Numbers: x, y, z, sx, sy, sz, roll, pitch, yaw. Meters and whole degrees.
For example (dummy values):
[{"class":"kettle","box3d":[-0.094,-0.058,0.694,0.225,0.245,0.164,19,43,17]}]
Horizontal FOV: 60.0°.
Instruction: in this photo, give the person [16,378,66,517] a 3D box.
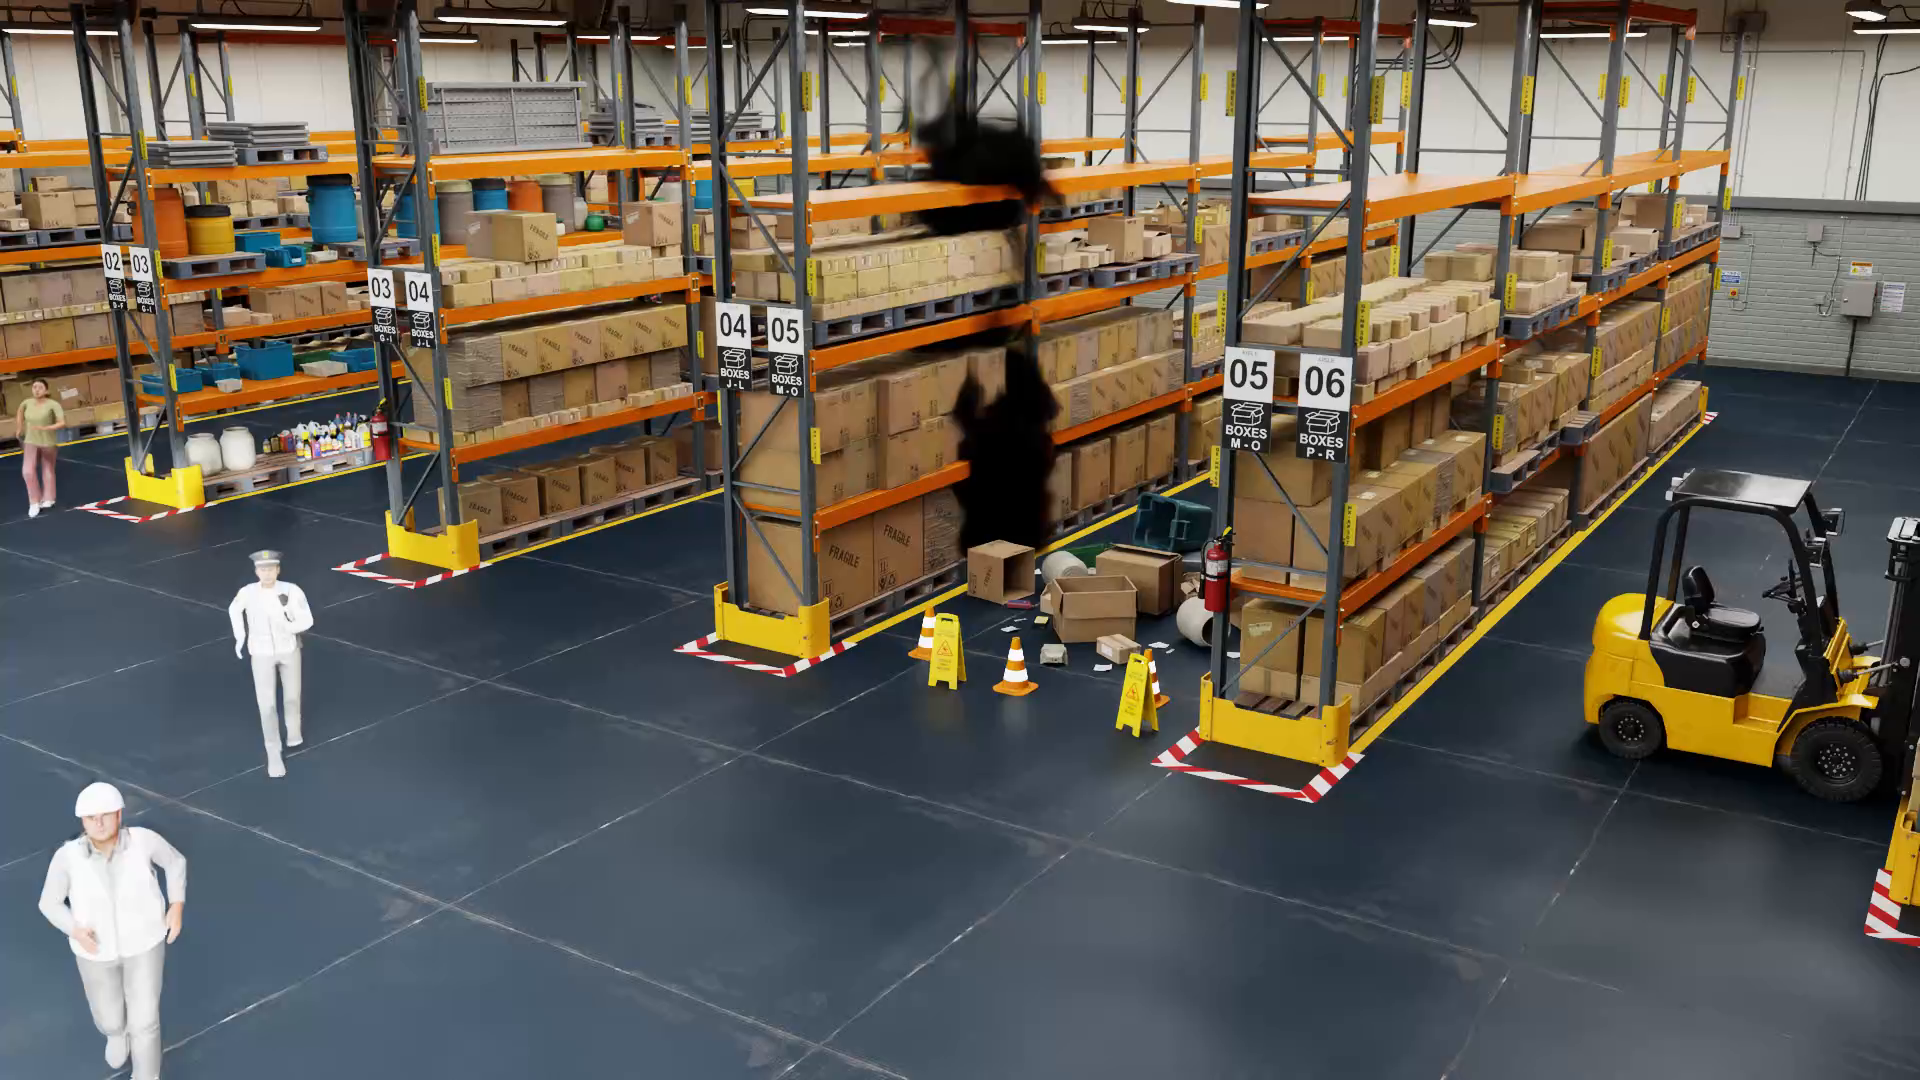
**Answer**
[{"class":"person","box3d":[-11.169,-1.141,20.270,0.590,1.683,0.639,-5,16,-17]}]

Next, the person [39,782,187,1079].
[{"class":"person","box3d":[-4.300,2.062,8.538,0.683,1.783,0.816,-7,17,-25]}]

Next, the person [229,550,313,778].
[{"class":"person","box3d":[-5.271,0.903,12.817,0.583,1.752,0.763,-7,17,-23]}]
